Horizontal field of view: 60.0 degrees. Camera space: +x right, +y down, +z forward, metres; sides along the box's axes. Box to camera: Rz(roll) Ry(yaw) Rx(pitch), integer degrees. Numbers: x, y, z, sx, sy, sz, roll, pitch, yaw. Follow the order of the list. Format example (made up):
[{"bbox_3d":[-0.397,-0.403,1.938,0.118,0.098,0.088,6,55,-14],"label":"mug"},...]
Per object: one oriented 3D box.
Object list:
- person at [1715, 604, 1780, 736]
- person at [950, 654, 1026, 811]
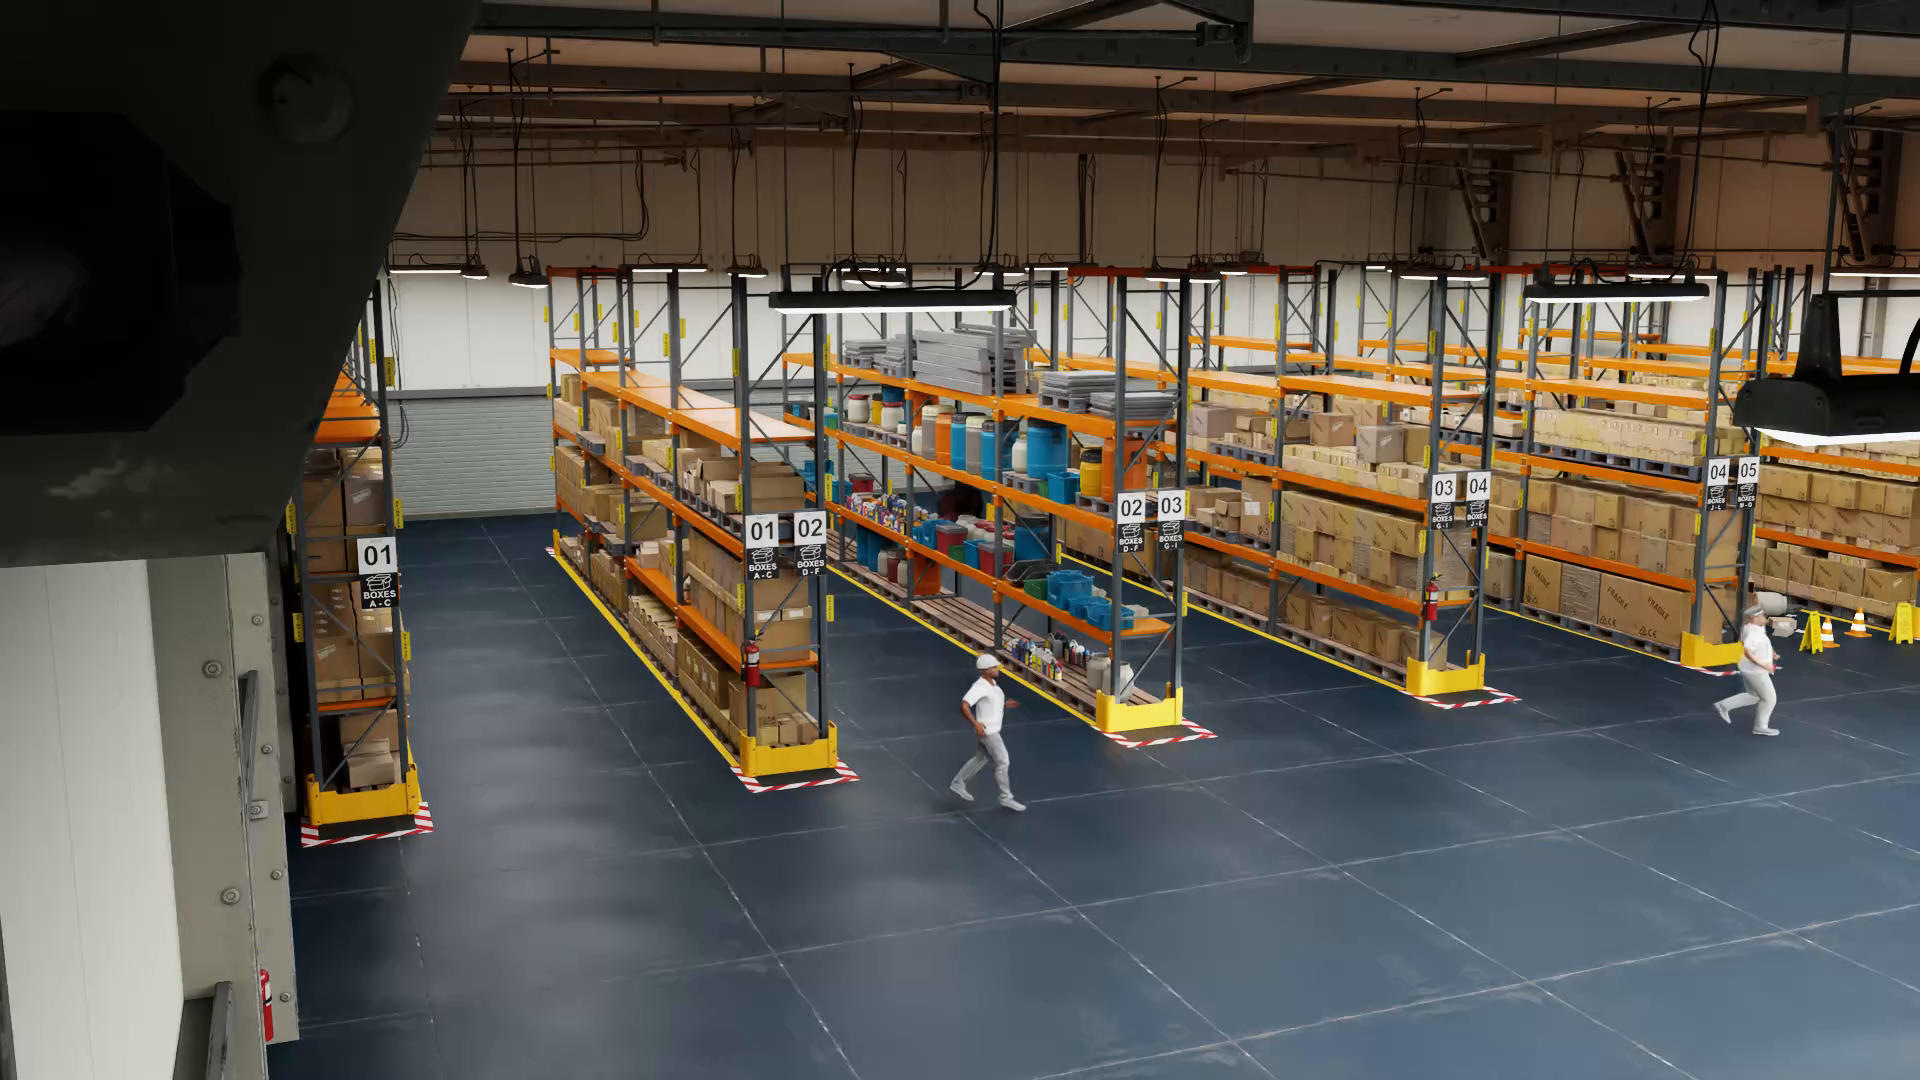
[{"bbox_3d":[10.425,1.696,21.886,0.786,1.742,0.660,3,10,15],"label":"person"},{"bbox_3d":[0.316,2.176,18.945,0.894,1.788,0.691,1,10,6],"label":"person"}]
